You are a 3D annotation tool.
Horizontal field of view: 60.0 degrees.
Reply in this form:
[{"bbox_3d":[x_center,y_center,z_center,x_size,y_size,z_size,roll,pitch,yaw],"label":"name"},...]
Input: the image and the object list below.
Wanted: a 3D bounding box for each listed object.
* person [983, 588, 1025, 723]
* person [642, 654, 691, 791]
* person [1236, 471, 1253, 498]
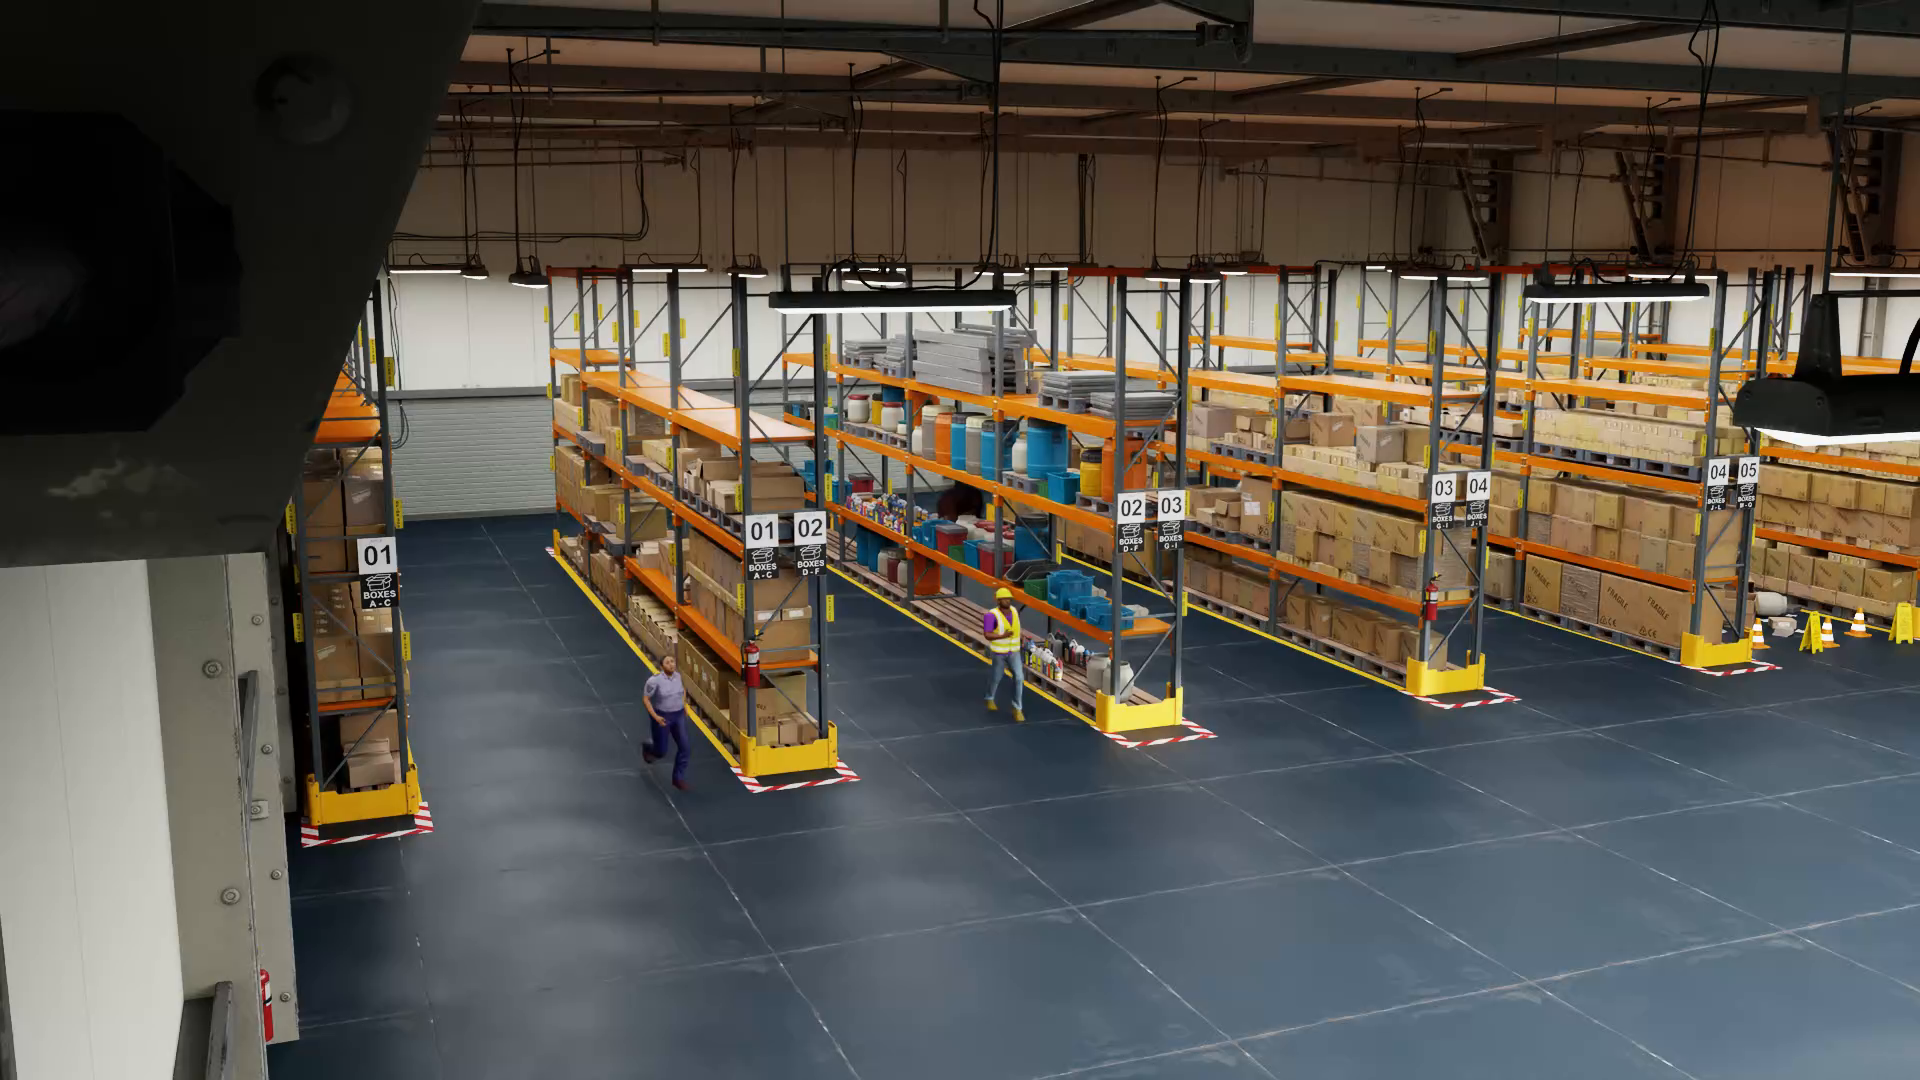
[{"bbox_3d":[0.603,1.546,22.662,0.676,1.825,0.791,-5,11,-25],"label":"person"},{"bbox_3d":[-3.503,2.147,19.870,0.606,1.619,0.806,-7,12,-36],"label":"person"},{"bbox_3d":[6.124,-0.634,35.202,0.661,1.812,0.756,-3,10,-17],"label":"person"}]
